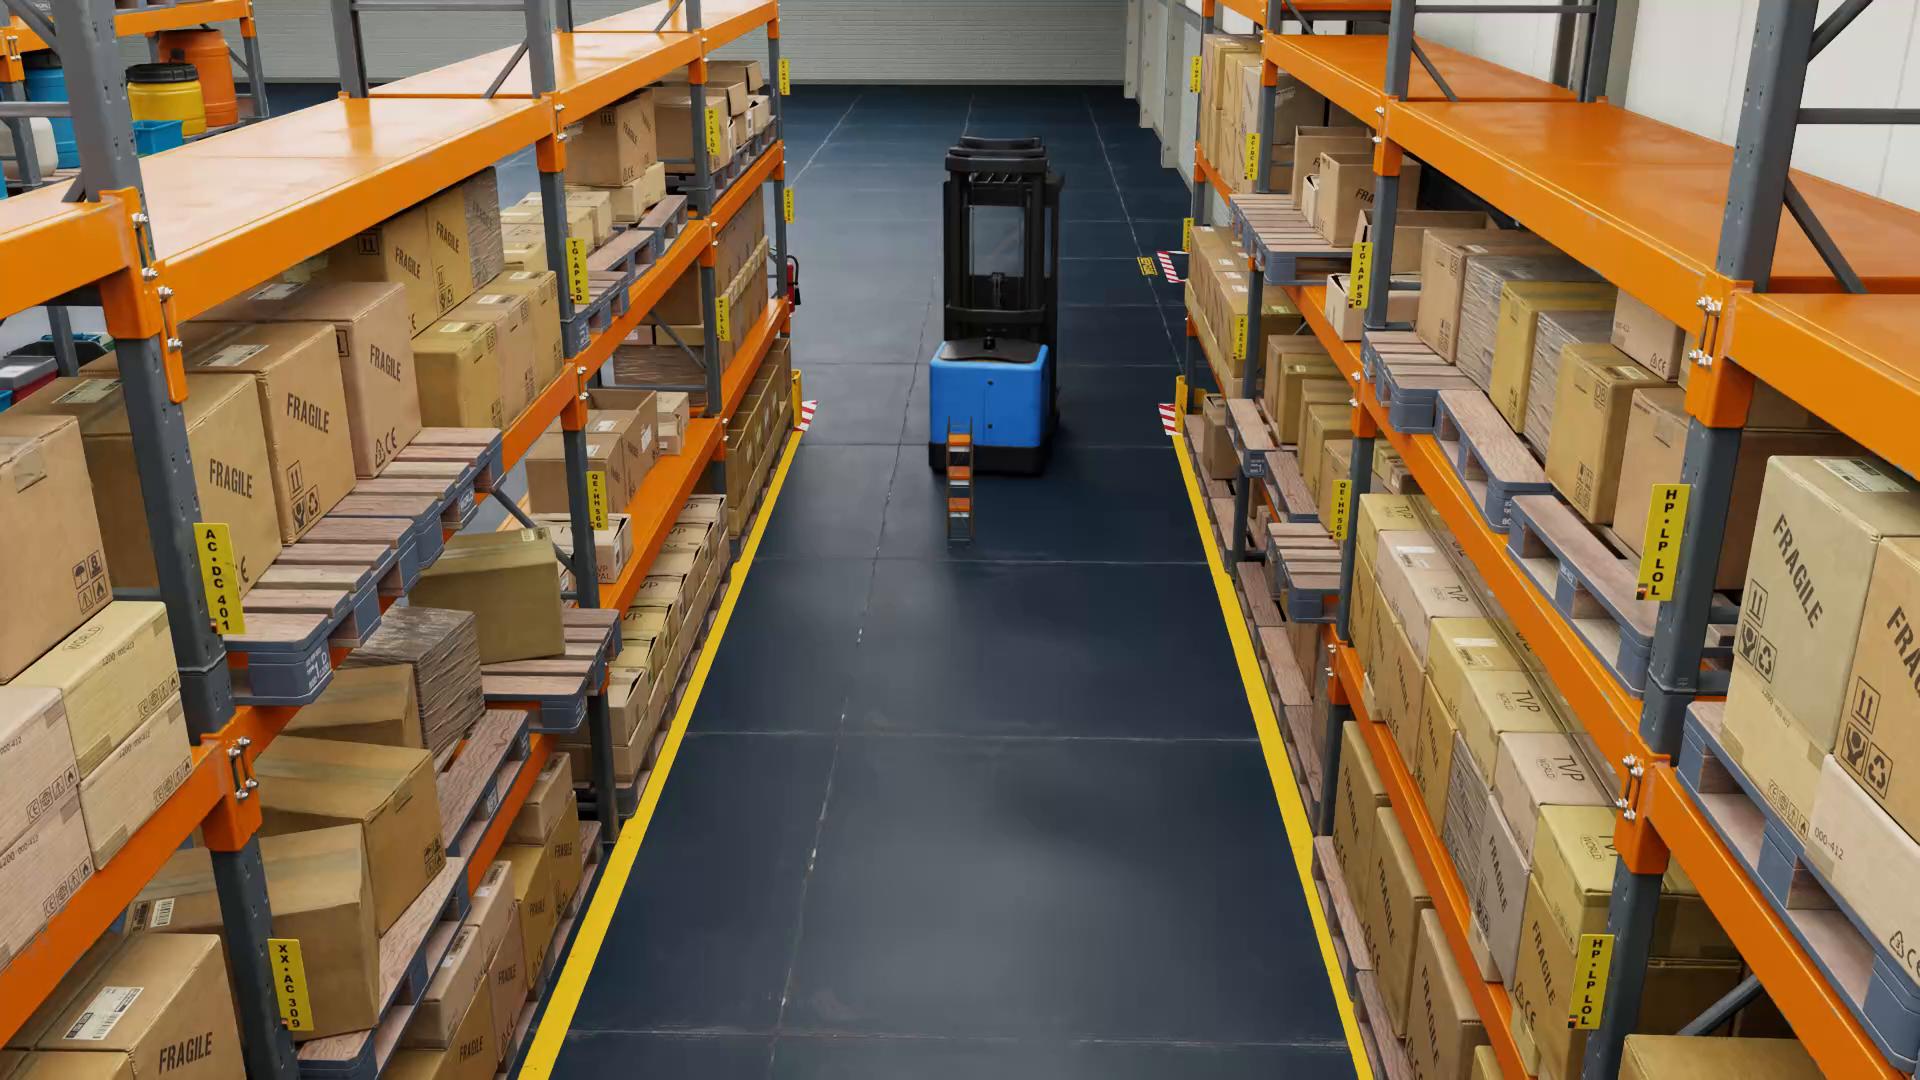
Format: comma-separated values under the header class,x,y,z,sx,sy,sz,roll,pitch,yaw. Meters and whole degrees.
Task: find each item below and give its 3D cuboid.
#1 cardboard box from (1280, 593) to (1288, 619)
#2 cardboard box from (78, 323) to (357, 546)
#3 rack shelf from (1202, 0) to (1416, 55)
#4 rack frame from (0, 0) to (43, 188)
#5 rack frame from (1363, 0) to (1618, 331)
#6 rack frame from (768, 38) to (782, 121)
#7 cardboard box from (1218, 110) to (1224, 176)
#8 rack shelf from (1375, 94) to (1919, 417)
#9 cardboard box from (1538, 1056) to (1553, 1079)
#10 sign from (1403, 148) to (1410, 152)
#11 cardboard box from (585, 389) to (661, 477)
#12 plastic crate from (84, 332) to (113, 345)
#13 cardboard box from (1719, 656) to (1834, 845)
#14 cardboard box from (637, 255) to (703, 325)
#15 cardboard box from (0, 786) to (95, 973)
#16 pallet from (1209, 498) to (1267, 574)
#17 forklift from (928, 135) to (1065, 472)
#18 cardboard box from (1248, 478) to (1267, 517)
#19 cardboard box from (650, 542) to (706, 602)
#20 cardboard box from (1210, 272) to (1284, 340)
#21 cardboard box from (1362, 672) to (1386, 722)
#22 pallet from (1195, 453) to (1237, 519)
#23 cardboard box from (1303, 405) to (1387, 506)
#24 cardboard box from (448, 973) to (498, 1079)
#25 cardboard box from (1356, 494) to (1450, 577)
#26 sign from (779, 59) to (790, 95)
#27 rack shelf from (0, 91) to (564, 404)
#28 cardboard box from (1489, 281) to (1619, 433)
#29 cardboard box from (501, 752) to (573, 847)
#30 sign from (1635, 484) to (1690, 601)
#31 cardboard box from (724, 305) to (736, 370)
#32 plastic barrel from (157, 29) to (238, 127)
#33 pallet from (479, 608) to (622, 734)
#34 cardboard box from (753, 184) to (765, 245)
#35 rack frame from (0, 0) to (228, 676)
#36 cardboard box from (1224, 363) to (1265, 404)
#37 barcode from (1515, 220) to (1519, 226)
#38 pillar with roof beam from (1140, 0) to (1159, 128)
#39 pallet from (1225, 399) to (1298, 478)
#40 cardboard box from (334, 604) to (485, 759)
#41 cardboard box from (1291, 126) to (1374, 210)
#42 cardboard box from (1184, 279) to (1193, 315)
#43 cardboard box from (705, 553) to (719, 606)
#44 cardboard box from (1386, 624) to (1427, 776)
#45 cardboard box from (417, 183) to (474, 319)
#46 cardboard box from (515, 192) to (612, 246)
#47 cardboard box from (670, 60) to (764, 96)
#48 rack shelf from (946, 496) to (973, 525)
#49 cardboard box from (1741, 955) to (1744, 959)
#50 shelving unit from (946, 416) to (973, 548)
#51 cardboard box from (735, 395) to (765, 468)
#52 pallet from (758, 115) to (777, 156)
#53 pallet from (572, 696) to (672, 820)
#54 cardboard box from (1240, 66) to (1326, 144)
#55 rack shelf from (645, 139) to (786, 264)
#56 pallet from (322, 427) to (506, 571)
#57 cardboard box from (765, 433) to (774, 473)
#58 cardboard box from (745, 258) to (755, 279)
class,x,y,z,sx,sy,sz,roll,pitch,yaw
cardboard box,2.659,0.318,11.702,0.700,0.500,0.500,0,21,1
cardboard box,-2.478,-0.367,5.617,0.600,0.600,0.600,0,21,1
rack shelf,2.691,-4.279,13.408,1.077,0.370,4.000,1,21,2
rack frame,-7.272,-4.001,11.695,1.000,3.000,0.127,1,21,2
rack frame,2.508,-2.446,7.686,1.000,3.000,0.127,1,21,2
rack frame,-2.200,-5.392,15.278,1.000,3.000,0.127,1,21,2
cardboard box,2.433,-3.302,13.874,0.500,0.500,0.500,2,21,5
rack shelf,2.448,-1.201,6.025,1.077,0.370,4.000,1,21,2
cardboard box,2.114,1.779,5.409,0.380,0.149,0.250,1,21,2
sign,3.185,-2.914,11.779,0.100,0.325,0.005,1,21,2
cardboard box,-2.377,-0.727,11.412,0.500,0.500,0.500,2,21,6
plastic crate,-7.476,-1.671,14.348,0.530,0.136,0.437,1,21,2
cardboard box,2.102,0.473,3.798,0.500,0.250,0.500,1,21,1
cardboard box,-2.314,-1.961,12.797,0.700,0.500,0.500,1,21,2
cardboard box,-2.339,0.775,3.739,0.500,0.250,0.500,1,21,2
pallet,2.615,-0.039,13.630,1.003,0.211,1.213,1,21,2
forklift,0.420,-2.480,16.163,1.130,2.935,3.031,3,21,7
cardboard box,2.622,-0.511,13.840,0.500,0.500,0.500,-1,21,-2
cardboard box,-2.074,0.194,11.621,0.500,0.311,0.500,1,21,1
cardboard box,2.371,-1.921,13.770,0.500,0.500,0.500,0,21,0
cardboard box,2.158,0.761,8.033,0.380,0.149,0.250,1,21,3
pallet,2.650,-0.481,14.770,1.003,0.211,1.213,1,21,2
cardboard box,2.528,-0.522,10.274,0.700,0.500,0.500,1,21,2
cardboard box,-2.279,2.158,6.961,0.500,0.500,0.500,1,21,2
cardboard box,2.236,-0.022,8.118,0.500,0.250,0.500,1,21,3
sign,-1.658,-4.358,15.647,0.100,0.325,0.005,1,21,2
rack shelf,-2.504,-1.254,6.162,1.077,0.370,4.000,1,21,2
cardboard box,2.558,-0.731,6.667,0.700,0.500,0.500,2,21,4
cardboard box,-2.234,1.269,8.215,0.500,0.250,0.500,1,21,4
sign,1.844,0.008,4.358,0.100,0.325,0.005,1,21,2
cardboard box,-2.285,-1.728,13.991,0.700,0.500,0.500,1,21,2
plastic barrel,-7.038,-4.268,15.355,0.600,0.830,0.708,1,21,2
pallet,-2.394,0.633,8.310,1.213,0.211,1.003,1,21,2
cardboard box,-2.228,-3.059,15.627,0.700,0.500,0.500,1,21,2
rack frame,-2.565,-1.053,4.096,1.000,3.000,0.127,1,21,2
cardboard box,2.342,-1.210,12.973,0.500,0.250,0.500,1,21,2
barcode,3.057,-1.758,9.120,0.001,0.075,0.075,1,21,2
pillar with roof beam,0.022,-13.801,36.951,9.100,9.000,0.400,1,21,2
pallet,2.461,-0.731,11.826,1.003,0.211,1.213,1,21,2
cardboard box,-2.568,0.613,7.378,0.700,0.500,0.500,5,22,12
cardboard box,2.533,-2.540,11.355,0.500,0.500,0.500,4,22,9
cardboard box,2.420,-2.308,15.804,0.500,0.250,0.500,0,21,0
cardboard box,-2.061,0.273,12.192,0.500,0.250,0.500,0,21,1
cardboard box,2.196,0.698,7.301,0.500,0.500,0.500,1,21,1
cardboard box,-2.478,-1.272,7.285,0.500,0.500,0.500,1,21,2
cardboard box,-2.441,-1.982,10.265,0.500,0.250,0.500,-1,21,-3
cardboard box,-2.221,-4.095,15.165,0.797,0.503,0.637,2,21,5
rack shelf,-0.002,-0.201,13.687,0.215,0.259,0.240,1,21,2
cardboard box,2.661,1.089,5.254,0.500,0.250,0.500,1,21,3
shelving unit,-0.002,-0.470,13.583,0.215,1.050,0.252,1,21,2
cardboard box,-1.964,-0.938,14.277,0.500,0.500,0.500,1,21,2
pallet,-2.247,-3.697,15.179,1.003,0.211,1.213,1,21,2
pallet,-2.379,1.300,10.179,1.003,0.211,1.213,1,21,2
cardboard box,2.374,-3.200,12.228,0.500,0.500,0.500,-1,21,-3
rack shelf,-2.261,-2.935,14.087,1.077,0.370,4.000,1,21,2
pallet,-2.446,-0.177,6.245,1.213,0.211,1.003,1,21,2
cardboard box,-1.954,-0.769,14.879,0.500,0.250,0.500,1,21,2
cardboard box,-2.053,-2.431,14.905,0.380,0.149,0.250,1,21,3
